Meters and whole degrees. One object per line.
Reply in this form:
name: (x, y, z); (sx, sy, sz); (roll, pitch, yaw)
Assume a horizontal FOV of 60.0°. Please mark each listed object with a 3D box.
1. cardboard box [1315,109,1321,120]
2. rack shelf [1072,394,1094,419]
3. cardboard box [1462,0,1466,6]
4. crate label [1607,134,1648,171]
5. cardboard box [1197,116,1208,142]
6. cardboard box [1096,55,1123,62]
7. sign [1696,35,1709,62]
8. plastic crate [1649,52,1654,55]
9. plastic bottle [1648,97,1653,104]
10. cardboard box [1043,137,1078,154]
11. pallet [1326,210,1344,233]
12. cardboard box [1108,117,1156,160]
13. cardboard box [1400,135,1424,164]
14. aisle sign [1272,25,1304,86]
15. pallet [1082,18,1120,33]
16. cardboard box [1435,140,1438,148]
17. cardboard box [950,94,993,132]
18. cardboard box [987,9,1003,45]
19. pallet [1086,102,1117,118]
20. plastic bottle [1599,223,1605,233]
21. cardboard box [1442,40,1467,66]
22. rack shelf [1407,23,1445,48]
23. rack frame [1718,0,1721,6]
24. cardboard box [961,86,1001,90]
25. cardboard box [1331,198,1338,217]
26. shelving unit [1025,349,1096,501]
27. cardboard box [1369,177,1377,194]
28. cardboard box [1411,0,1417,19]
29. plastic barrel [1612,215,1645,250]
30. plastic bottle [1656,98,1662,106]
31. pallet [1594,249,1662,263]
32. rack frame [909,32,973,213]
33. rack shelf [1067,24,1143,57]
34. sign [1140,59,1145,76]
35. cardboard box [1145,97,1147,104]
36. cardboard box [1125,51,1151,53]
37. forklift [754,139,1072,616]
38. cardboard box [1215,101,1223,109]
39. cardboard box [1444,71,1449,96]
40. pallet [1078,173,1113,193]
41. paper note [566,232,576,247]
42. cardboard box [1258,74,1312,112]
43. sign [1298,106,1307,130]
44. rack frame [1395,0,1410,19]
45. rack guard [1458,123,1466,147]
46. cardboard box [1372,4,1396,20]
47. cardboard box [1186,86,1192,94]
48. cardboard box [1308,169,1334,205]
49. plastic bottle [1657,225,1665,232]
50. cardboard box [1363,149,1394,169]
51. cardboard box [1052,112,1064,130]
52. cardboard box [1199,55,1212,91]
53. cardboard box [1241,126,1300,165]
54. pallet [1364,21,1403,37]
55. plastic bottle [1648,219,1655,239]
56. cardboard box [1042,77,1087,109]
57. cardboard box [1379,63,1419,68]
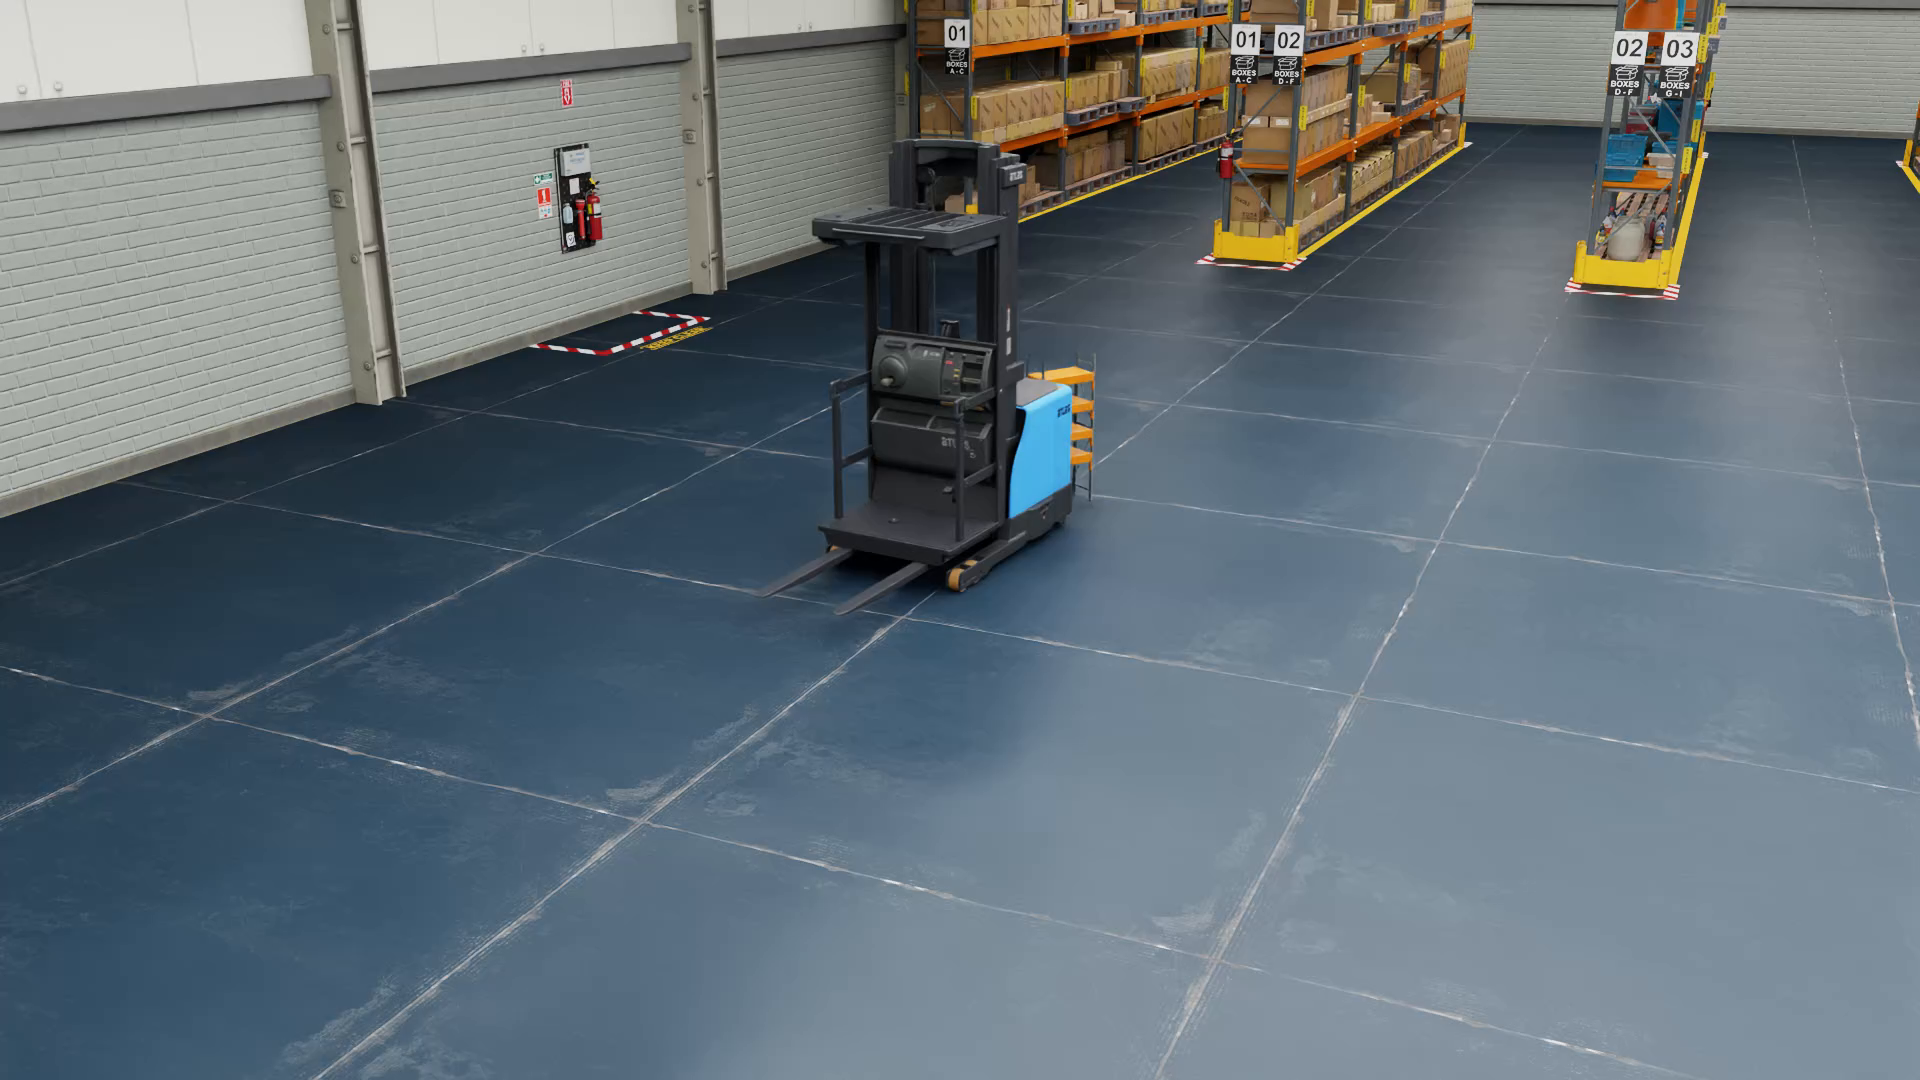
cardboard box: (5.115, -6.297, 24.581); (0.380, 0.149, 0.250); (8, 21, 22)
rack shelf: (0.783, -1.016, 13.067); (0.480, 0.148, 0.258); (-12, 23, -31)
cardboard box: (10.393, -11.432, 35.138); (0.500, 0.250, 0.500); (9, 21, 23)
crate label: (9.256, -5.395, 23.110); (0.502, 0.435, 0.616); (9, 21, 23)
cardboard box: (5.025, -9.041, 36.519); (0.700, 0.500, 0.500); (9, 21, 23)
cardboard box: (2.936, -9.308, 32.423); (0.500, 0.250, 0.500); (9, 22, 24)
sign: (9.249, -6.120, 20.710); (0.100, 0.325, 0.005); (9, 21, 23)
plastic crate: (9.493, -6.870, 23.150); (0.336, 0.188, 0.450); (9, 21, 23)
plastic bottle: (12.503, -7.873, 30.204); (0.144, 0.351, 0.185); (9, 21, 23)
cardboard box: (1.812, -7.106, 29.929); (0.500, 0.250, 0.500); (8, 21, 22)
pallet: (5.506, -5.131, 26.582); (1.003, 0.211, 1.213); (9, 21, 23)
cardboard box: (3.408, -7.976, 33.000); (0.750, 0.750, 0.750); (8, 21, 22)
cardboard box: (8.789, -7.664, 32.617); (0.500, 0.500, 0.500); (9, 21, 23)
aisle sign: (4.484, -6.622, 22.734); (0.394, 0.787, 0.004); (9, 21, 23)
pallet: (2.121, -9.177, 29.602); (1.213, 0.211, 1.003); (9, 21, 23)
cardboard box: (9.860, -8.365, 35.085); (0.380, 0.166, 0.250); (9, 21, 23)
cardboard box: (0.181, -6.535, 25.443); (0.500, 0.500, 0.500); (9, 21, 23)
cardboard box: (0.329, -7.835, 25.368); (0.500, 0.500, 0.500); (10, 22, 26)
pallet: (2.214, -7.883, 30.444); (1.003, 0.211, 1.213); (9, 21, 23)
plastic bottle: (9.133, -4.366, 23.667); (0.061, 0.283, 0.133); (9, 22, 24)
cardboard box: (10.646, -10.541, 35.990); (0.500, 0.500, 0.500); (9, 22, 24)
rack shelf: (8.327, -9.591, 31.558); (1.077, 0.370, 4.000); (9, 21, 23)
rack frame: (15.301, -12.497, 34.178); (1.000, 3.000, 0.127); (9, 21, 23)
cardboard box: (0.339, -7.069, 26.943); (0.500, 0.500, 0.500); (9, 21, 23)
cardboard box: (5.666, -5.262, 26.264); (0.500, 0.250, 0.500); (9, 21, 23)
shelving unit: (0.783, -0.868, 13.120); (0.503, 1.200, 0.258); (-12, 23, -31)
cardboard box: (6.890, -6.144, 28.746); (0.500, 0.250, 0.500); (9, 21, 24)
cardboard box: (7.865, -9.660, 30.528); (0.910, 0.500, 0.500); (9, 21, 23)
plastic barrel: (9.154, -4.170, 22.802); (0.421, 0.512, 0.421); (0, 20, 0)
plastic bottle: (12.886, -7.996, 30.660); (0.152, 0.276, 0.135); (9, 21, 23)
pallet: (9.075, -3.742, 22.677); (1.003, 0.211, 1.213); (9, 21, 23)
rack frame: (-0.289, -6.138, 25.252); (1.000, 3.000, 0.127); (9, 21, 23)
rack shelf: (2.168, -9.047, 30.028); (1.077, 0.370, 4.000); (9, 21, 23)
sign: (3.486, -9.020, 31.747); (0.100, 0.325, 0.005); (9, 21, 23)
cardboard box: (3.444, -8.620, 32.574); (0.380, 0.149, 0.250); (9, 21, 23)
cardboard box: (3.573, -9.778, 33.745); (0.500, 0.250, 0.500); (8, 21, 21)
forklift: (-0.302, -1.195, 11.454); (1.130, 2.935, 3.031); (11, 22, 28)
cardboard box: (6.077, -9.985, 38.204); (0.380, 0.149, 0.250); (9, 22, 24)
cardboard box: (9.810, -9.451, 34.417); (0.500, 0.500, 0.500); (9, 21, 24)
pallet: (2.165, -6.660, 30.880); (1.003, 0.211, 1.213); (9, 21, 23)
paper note: (-4.431, -3.427, 18.943); (0.016, 0.148, 0.142); (9, 21, 23)
cardboard box: (4.667, -6.437, 24.006); (0.700, 0.500, 0.500); (8, 21, 21)
sign: (4.736, -5.827, 22.967); (0.100, 0.325, 0.005); (9, 21, 23)
rack frame: (7.508, -10.732, 29.216); (1.000, 3.000, 0.127); (9, 21, 23)
rack guard: (10.753, -9.150, 37.451); (1.175, 0.500, 0.348); (9, 21, 23)
cardboard box: (7.373, -9.299, 29.261); (0.500, 0.250, 0.500); (7, 21, 19)
cardboard box: (4.663, -9.475, 34.980); (0.380, 0.149, 0.250); (9, 21, 24)
cardboard box: (5.463, -5.462, 25.708); (0.500, 0.500, 0.500); (9, 21, 23)
plastic bottle: (9.916, -4.317, 23.546); (0.097, 0.271, 0.097); (0, 20, 0)
cardboard box: (7.518, -6.878, 29.972); (0.500, 0.311, 0.500); (9, 22, 24)
cardboard box: (1.432, -7.113, 28.188); (0.500, 0.250, 0.500); (9, 21, 23)
cardboard box: (4.862, -10.112, 35.977); (0.980, 0.700, 0.700); (9, 21, 24)
cardboard box: (4.435, -5.648, 23.724); (0.700, 0.500, 0.500); (9, 21, 23)
pallet: (6.856, -8.668, 28.170); (1.003, 0.211, 1.213); (10, 22, 25)
plastic bottle: (10.008, -4.501, 24.045); (0.061, 0.283, 0.133); (9, 21, 23)
cardboard box: (1.824, -7.936, 29.502); (0.700, 0.500, 0.500); (11, 22, 28)
cardboard box: (8.748, -9.259, 33.251); (0.700, 0.500, 0.500); (2, 20, 4)
